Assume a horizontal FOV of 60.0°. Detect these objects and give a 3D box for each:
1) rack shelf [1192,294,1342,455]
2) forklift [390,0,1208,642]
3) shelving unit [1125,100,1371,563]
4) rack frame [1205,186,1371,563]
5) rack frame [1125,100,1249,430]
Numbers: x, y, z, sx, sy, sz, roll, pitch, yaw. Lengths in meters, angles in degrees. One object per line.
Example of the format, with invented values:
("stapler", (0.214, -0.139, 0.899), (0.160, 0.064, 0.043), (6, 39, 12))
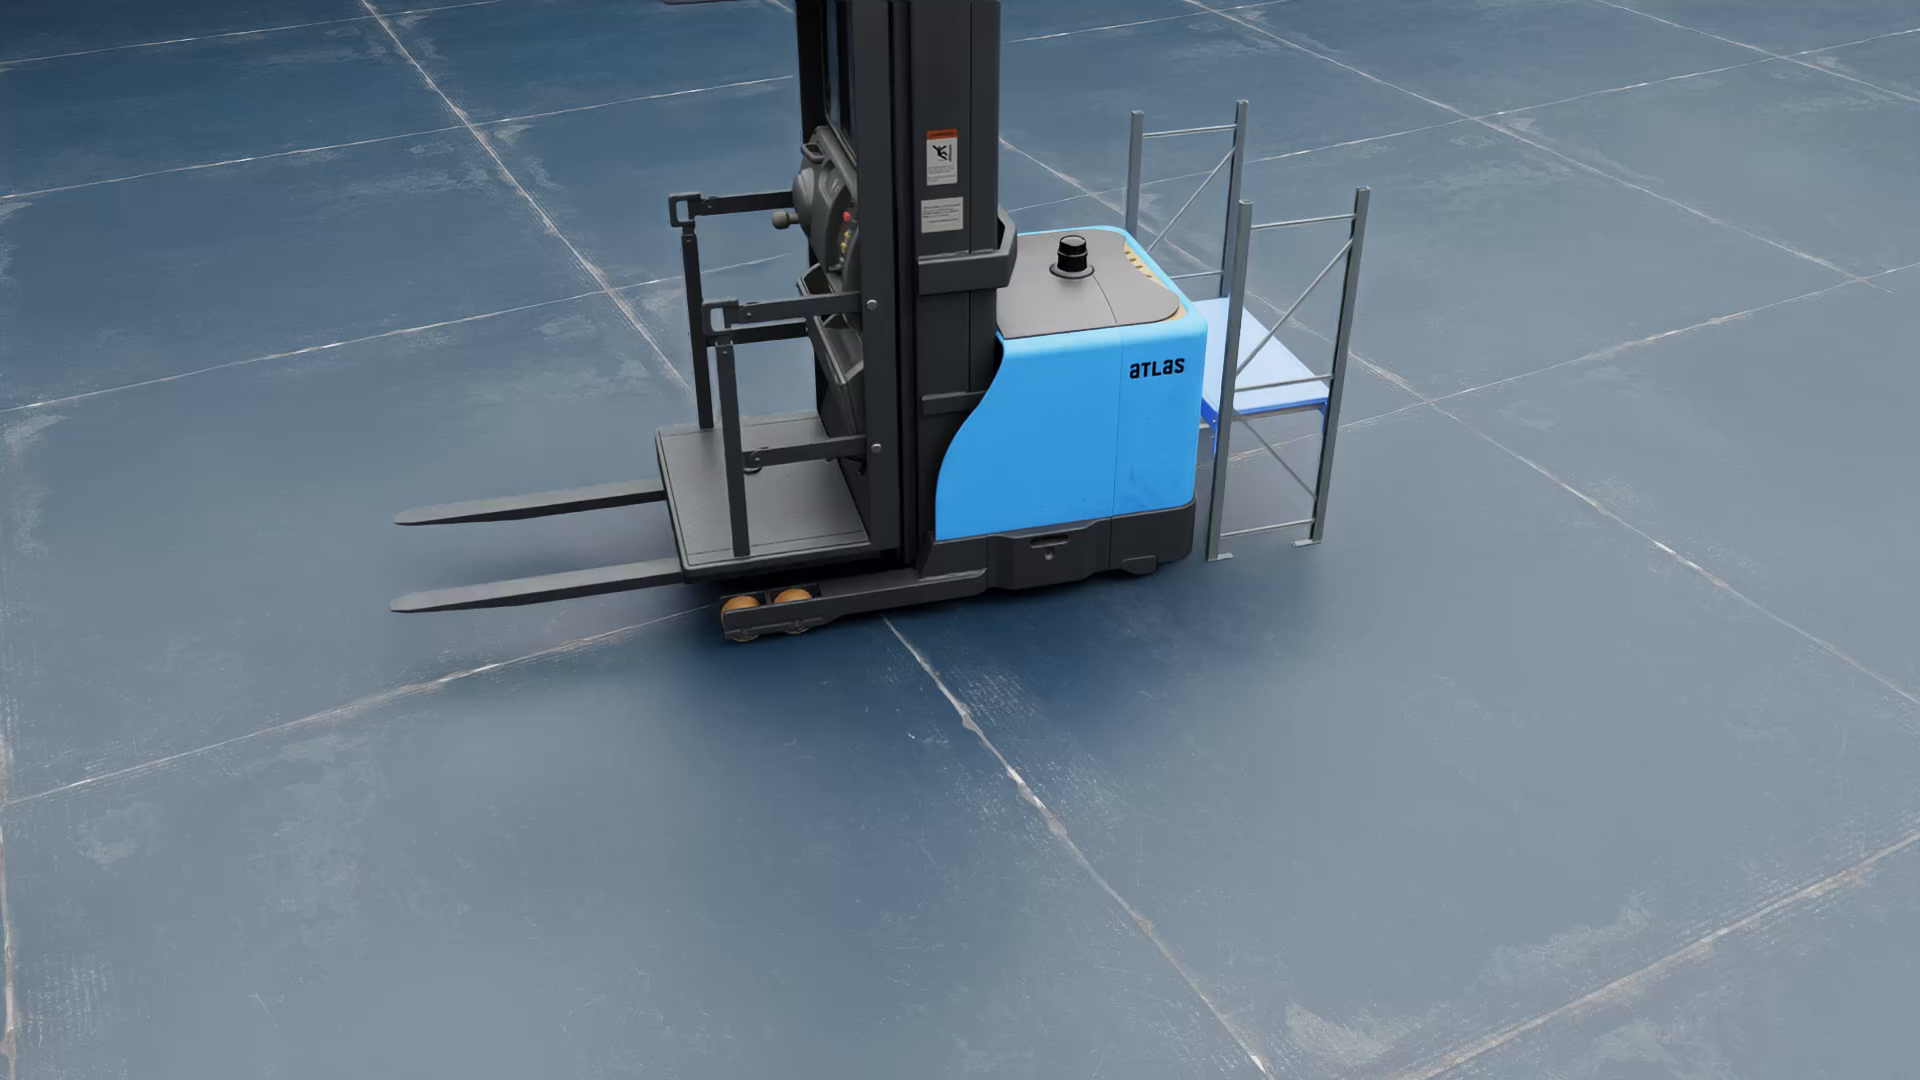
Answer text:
("rack shelf", (1.074, -0.699, 6.784), (0.538, 0.185, 1.000), (-9, 34, -14))
("forklift", (-0.656, -1.174, 5.866), (3.031, 2.935, 1.130), (-8, 34, -12))
("shelving unit", (1.074, -0.851, 6.687), (0.538, 1.500, 1.048), (-9, 34, -14))
("rack frame", (1.220, -0.588, 6.277), (0.500, 1.500, 0.032), (-9, 34, -14))
("rack frame", (0.928, -1.113, 7.097), (0.500, 1.500, 0.032), (-9, 34, -14))
